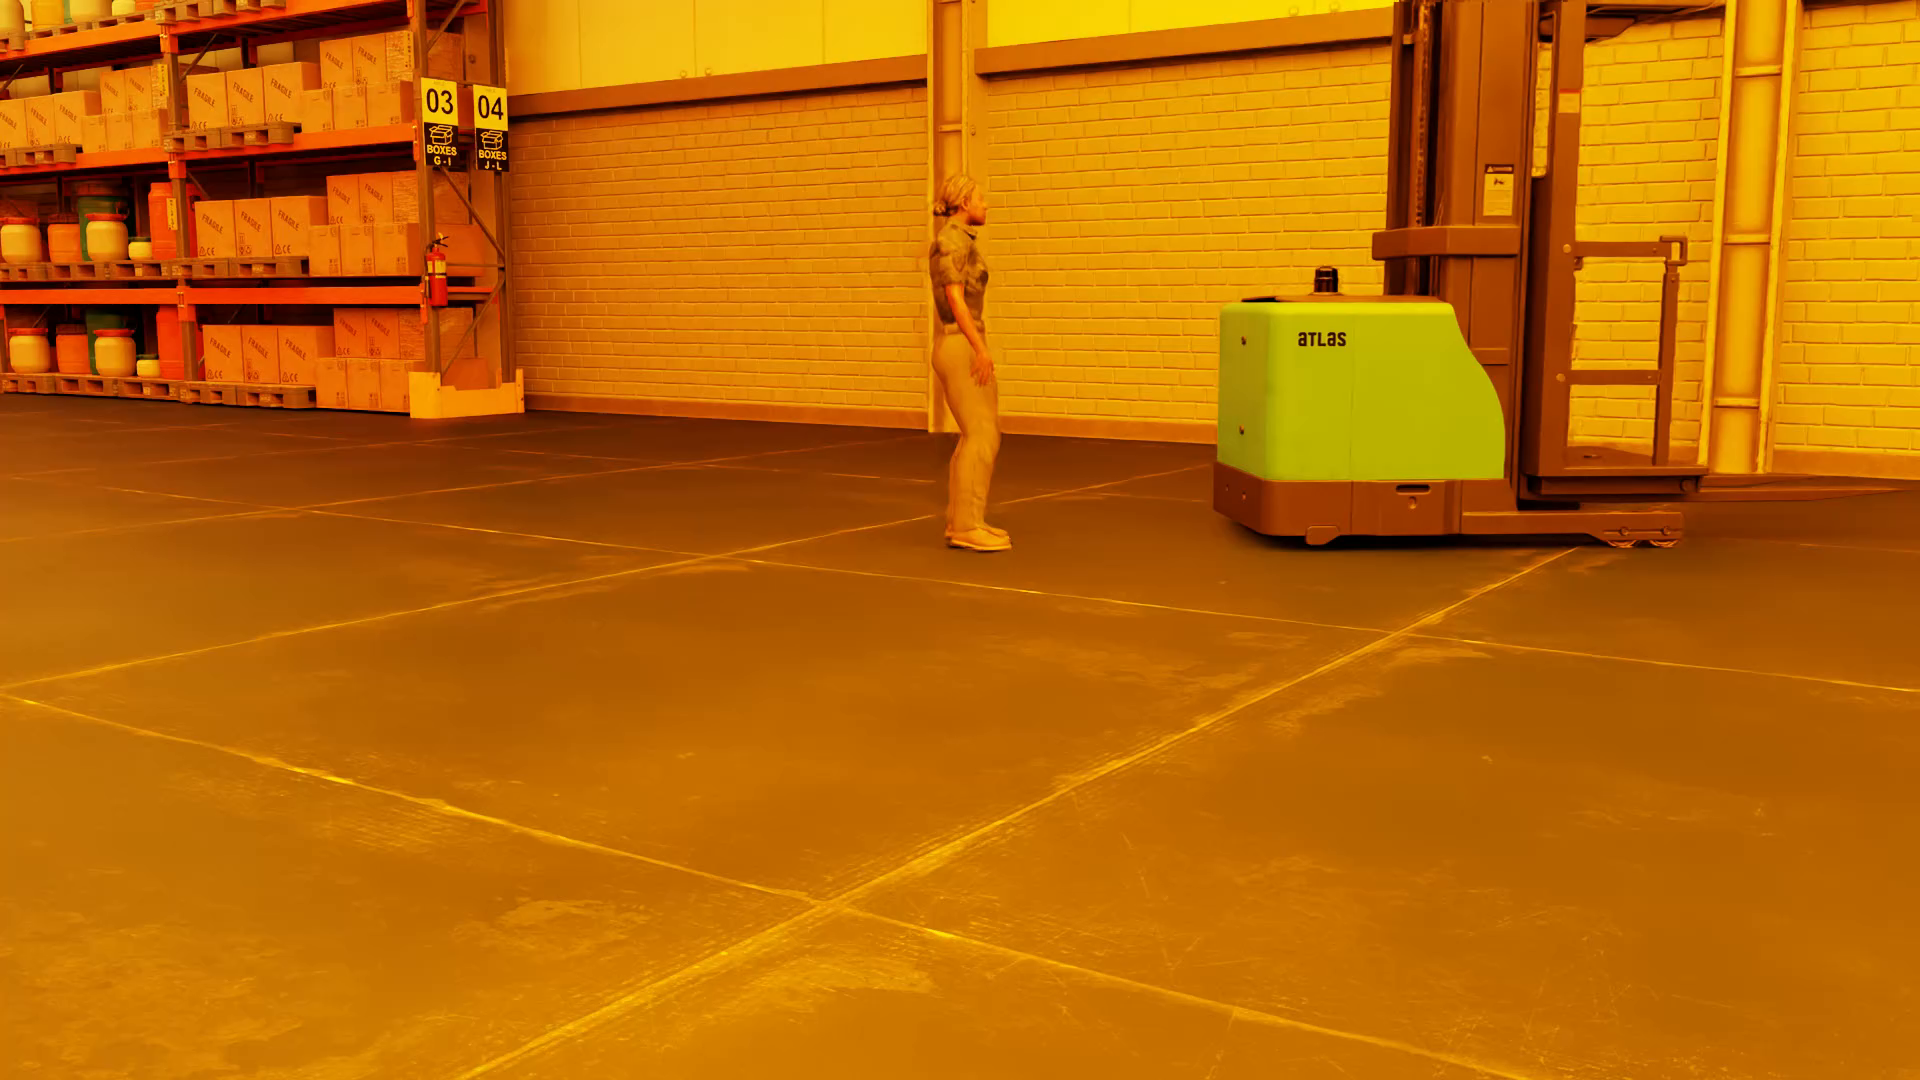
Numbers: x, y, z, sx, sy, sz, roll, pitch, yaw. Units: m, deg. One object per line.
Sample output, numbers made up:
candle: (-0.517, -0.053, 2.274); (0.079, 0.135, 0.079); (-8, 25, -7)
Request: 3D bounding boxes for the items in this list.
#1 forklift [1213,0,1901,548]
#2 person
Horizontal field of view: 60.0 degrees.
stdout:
forklift: (2.786, -1.488, 7.655); (3.031, 2.935, 1.130); (-1, 8, -5)
person: (0.042, -0.805, 7.470); (0.362, 1.651, 0.718); (-1, 8, -5)
